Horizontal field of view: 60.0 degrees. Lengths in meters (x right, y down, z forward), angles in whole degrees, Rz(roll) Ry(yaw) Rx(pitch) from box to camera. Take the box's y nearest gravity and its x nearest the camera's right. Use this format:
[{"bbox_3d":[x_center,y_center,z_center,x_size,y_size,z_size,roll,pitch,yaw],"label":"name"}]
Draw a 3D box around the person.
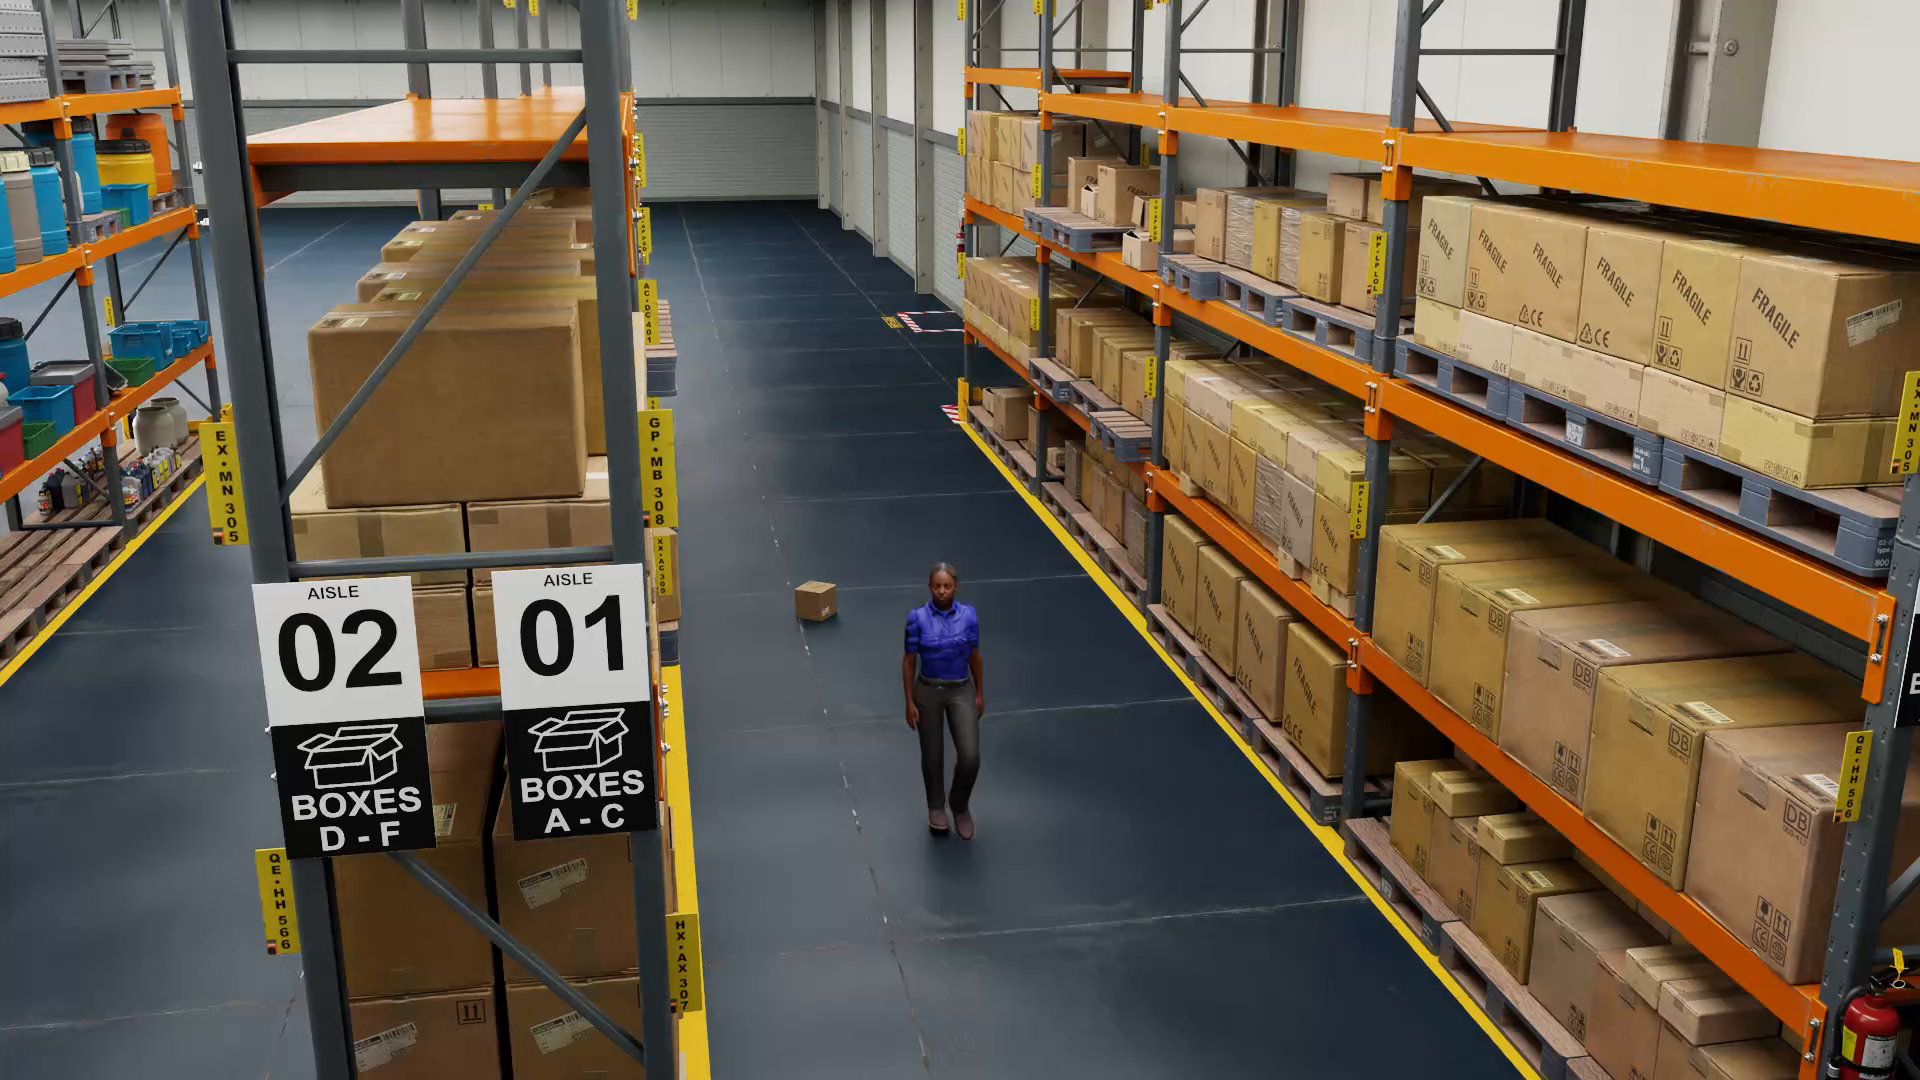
[{"bbox_3d":[-0.089,0.966,9.766,0.492,1.694,0.488,-1,17,-4],"label":"person"}]
